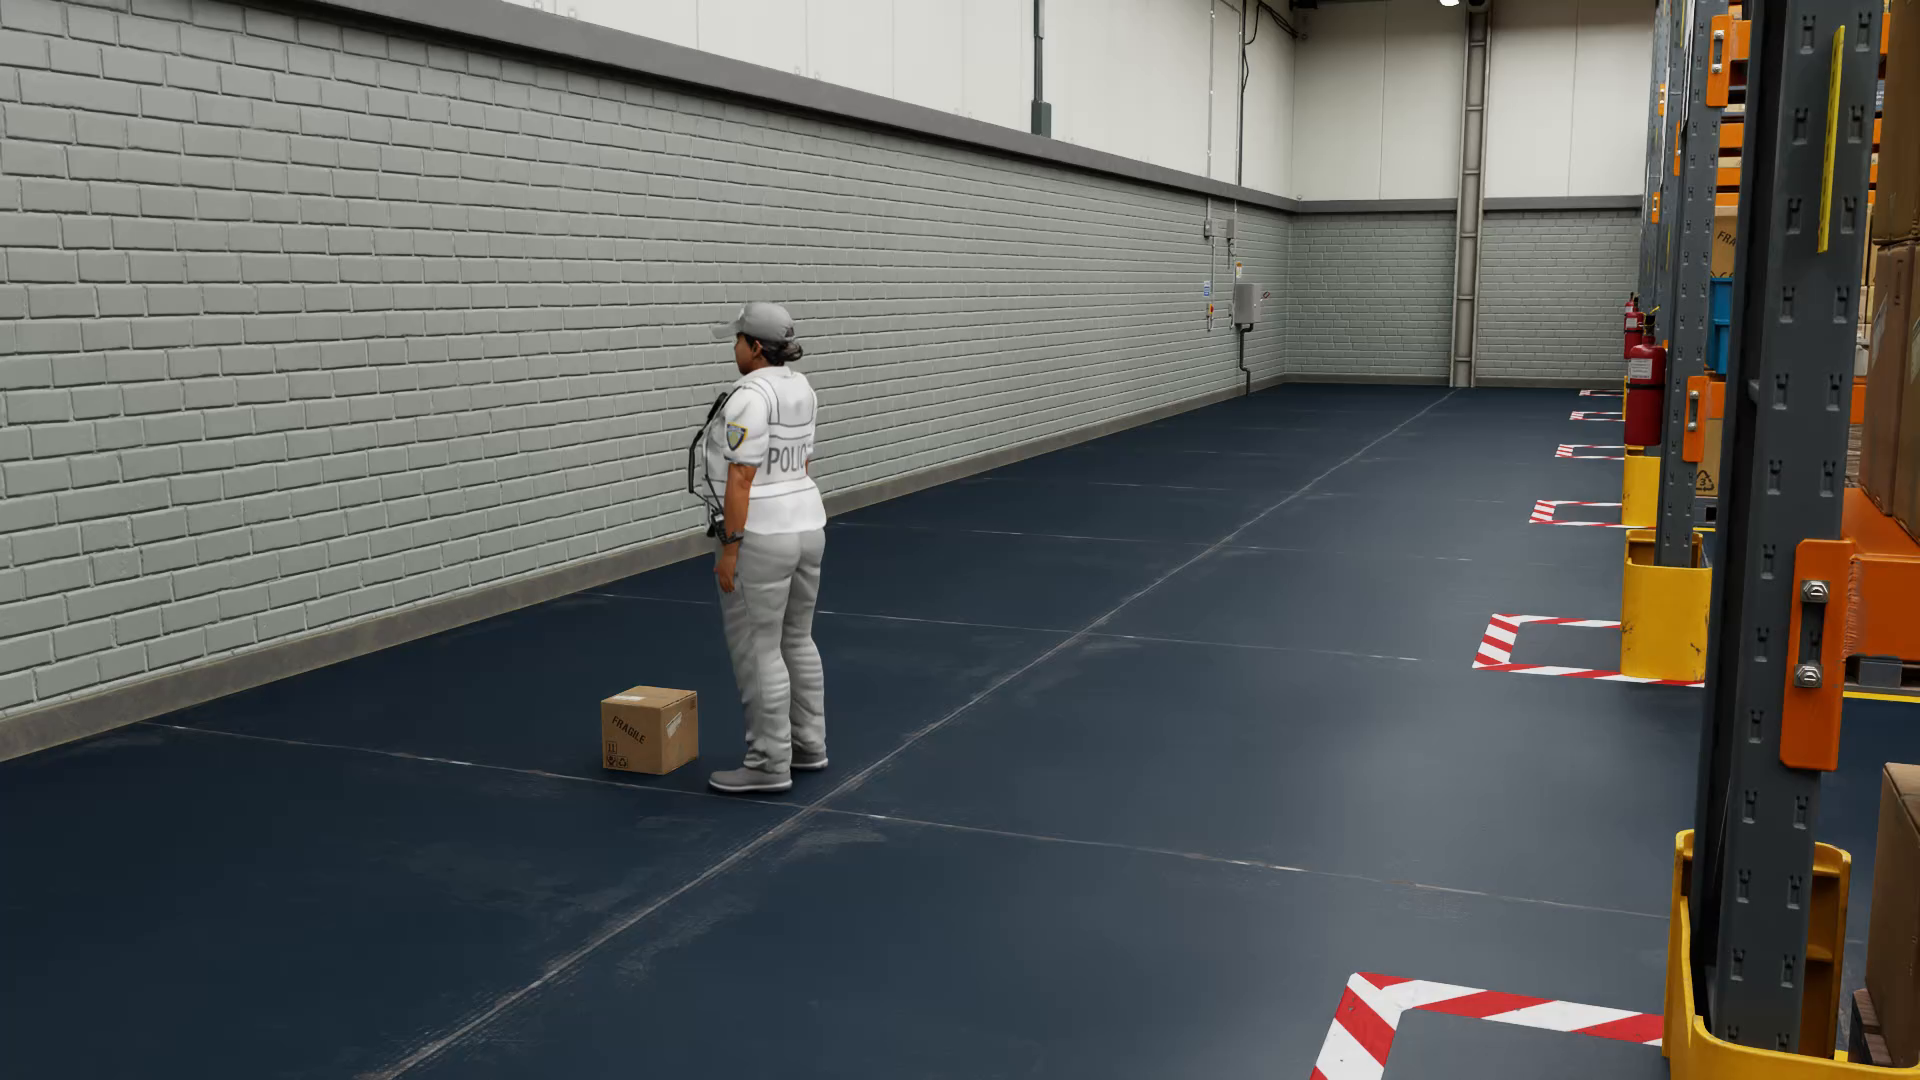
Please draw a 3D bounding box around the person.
[{"bbox_3d":[-0.683,0.019,5.726,0.392,1.668,0.466,4,10,22],"label":"person"}]
